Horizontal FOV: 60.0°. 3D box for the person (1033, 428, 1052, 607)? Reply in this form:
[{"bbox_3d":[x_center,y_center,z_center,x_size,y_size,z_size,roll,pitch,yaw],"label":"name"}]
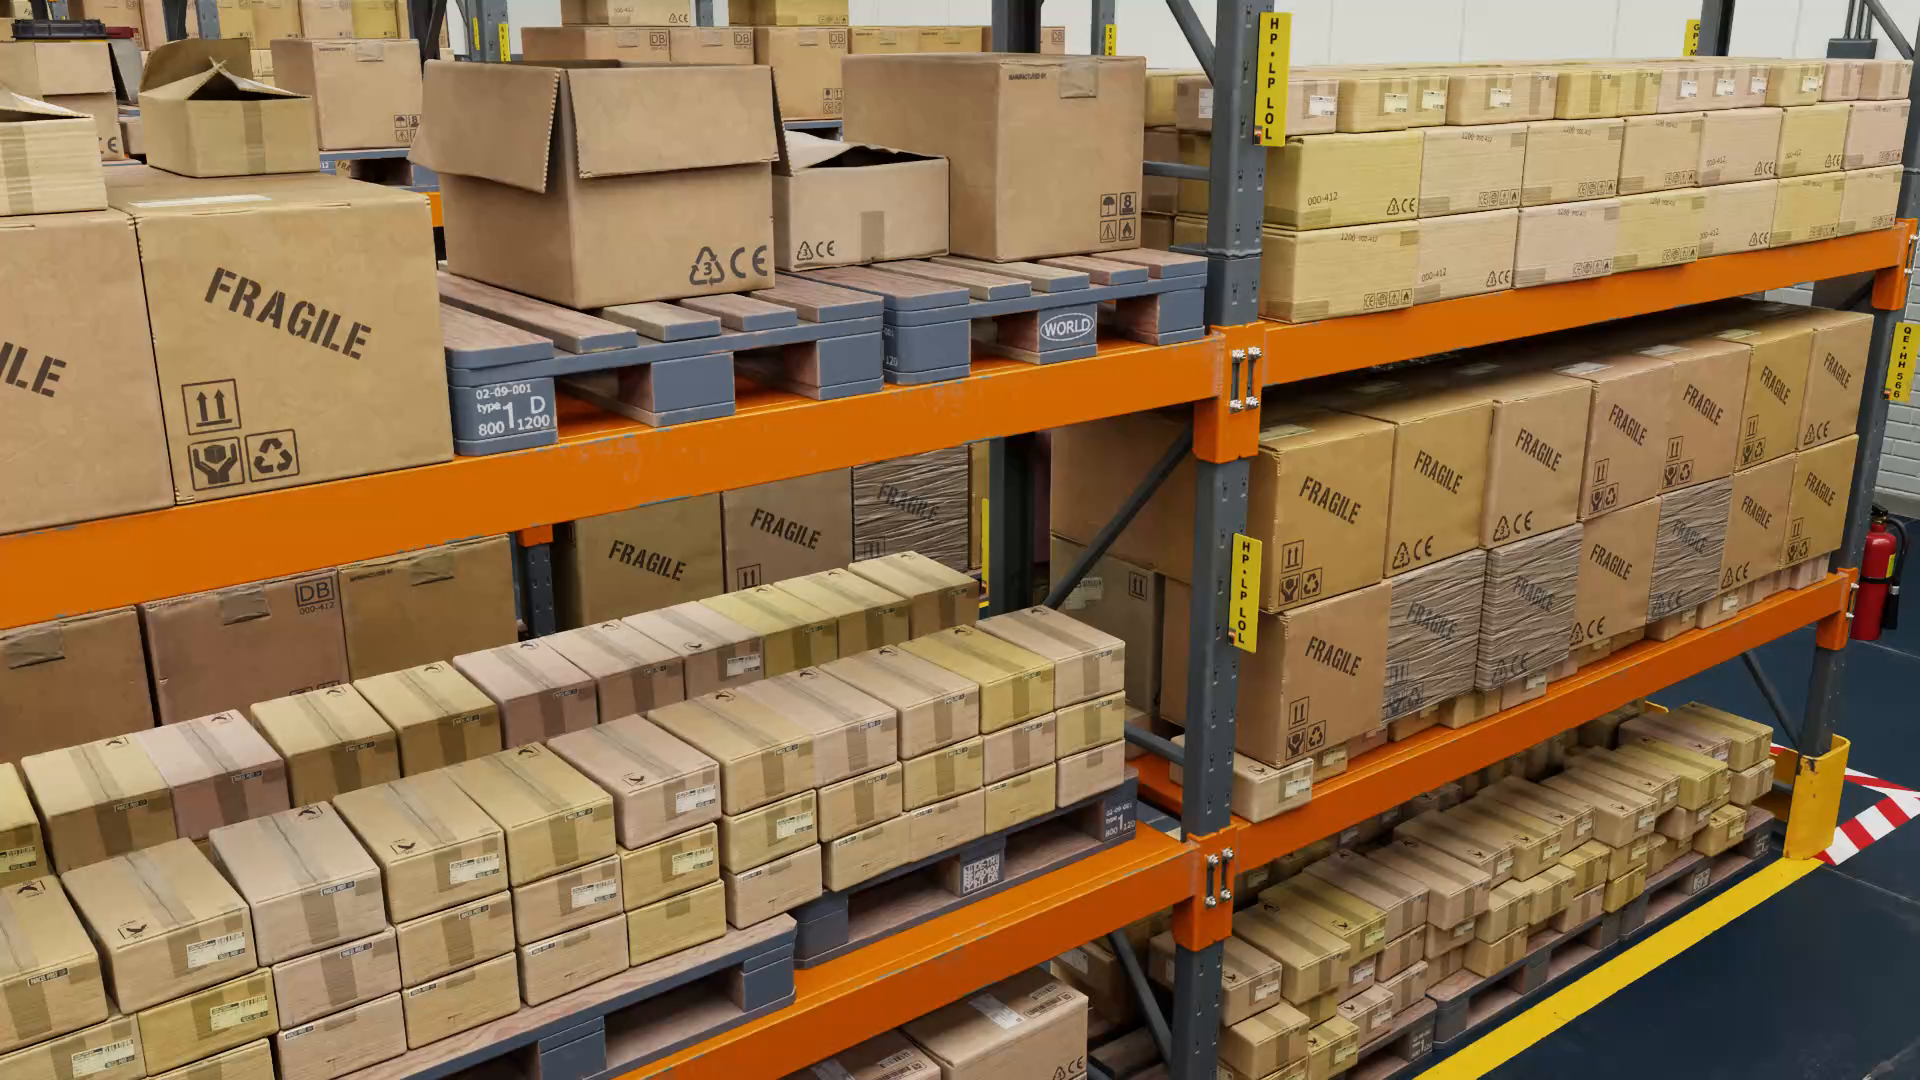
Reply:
[{"bbox_3d":[0.480,-0.164,9.588,0.535,1.780,0.548,-13,22,-37],"label":"person"}]
